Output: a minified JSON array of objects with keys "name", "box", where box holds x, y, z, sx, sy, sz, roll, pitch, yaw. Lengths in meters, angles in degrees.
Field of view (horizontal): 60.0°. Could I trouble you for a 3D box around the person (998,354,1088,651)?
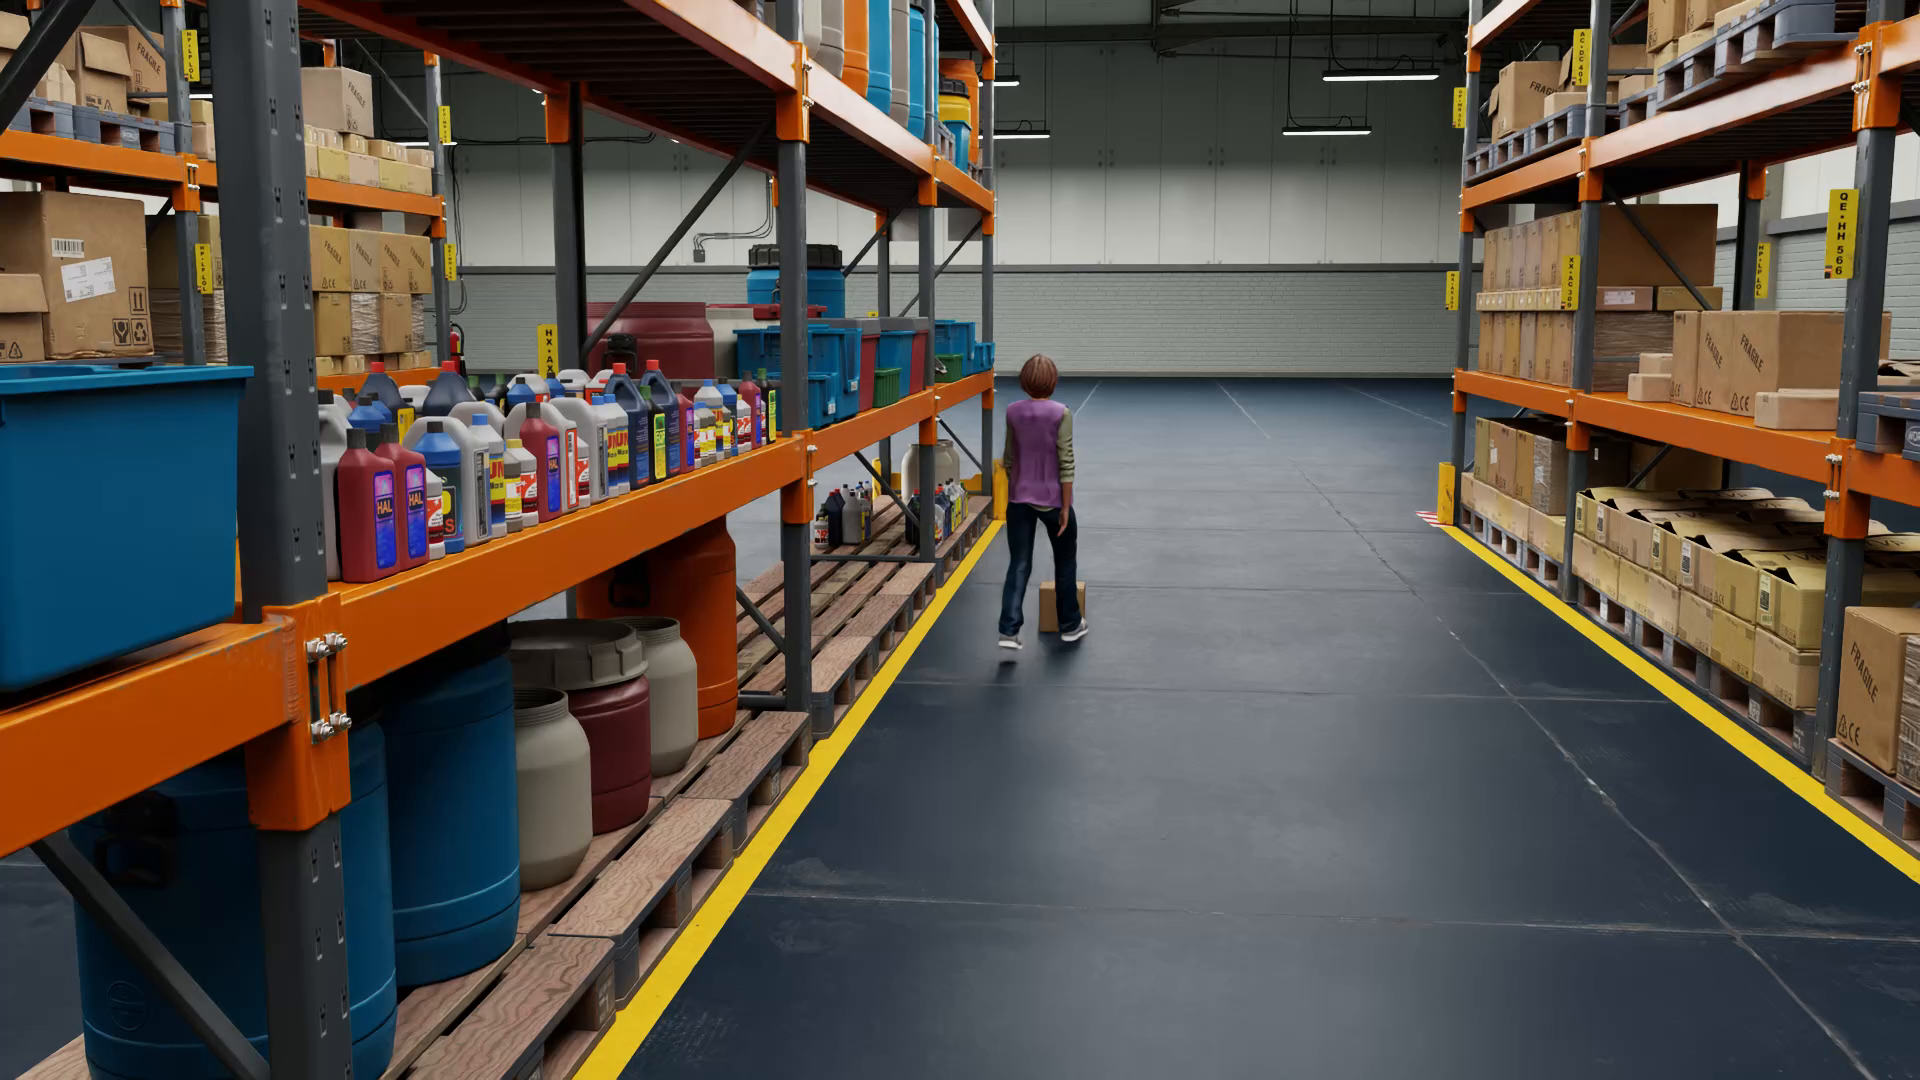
[{"name":"person","box":[0.434,-0.204,8.786,0.418,1.554,0.846,2,8,17]}]
